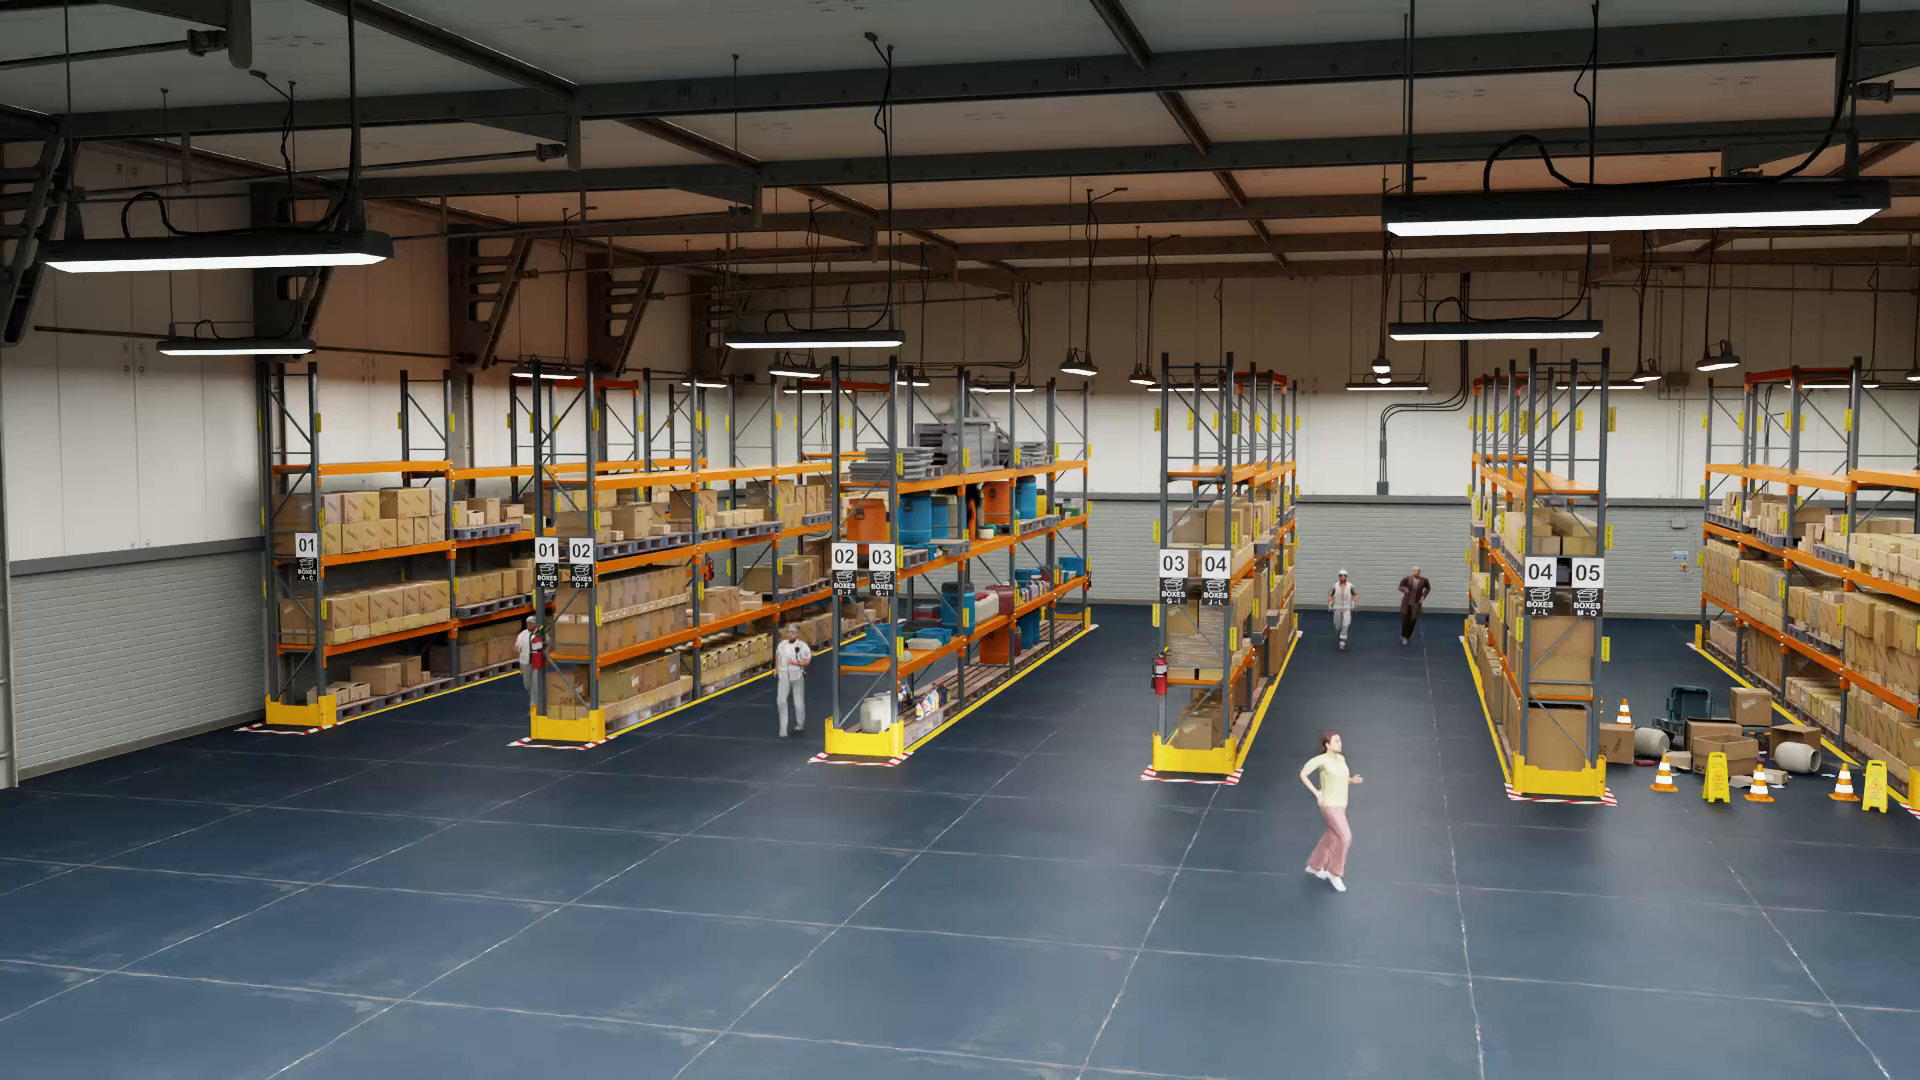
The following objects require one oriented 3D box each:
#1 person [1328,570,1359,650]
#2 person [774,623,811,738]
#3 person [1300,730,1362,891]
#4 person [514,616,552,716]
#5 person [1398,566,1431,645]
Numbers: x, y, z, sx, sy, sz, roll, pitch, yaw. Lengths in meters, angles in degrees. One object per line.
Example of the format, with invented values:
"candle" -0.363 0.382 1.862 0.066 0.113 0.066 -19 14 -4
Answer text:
"person" 8.495 1.539 36.895 0.668 1.749 0.714 1 4 14
"person" -2.699 2.253 26.663 0.631 1.850 0.754 0 4 7
"person" 4.018 2.907 17.961 0.670 1.715 0.558 4 6 44
"person" -7.378 2.142 28.681 0.606 1.666 0.924 0 4 0
"person" 10.272 1.487 37.694 0.689 1.809 0.782 2 4 21
